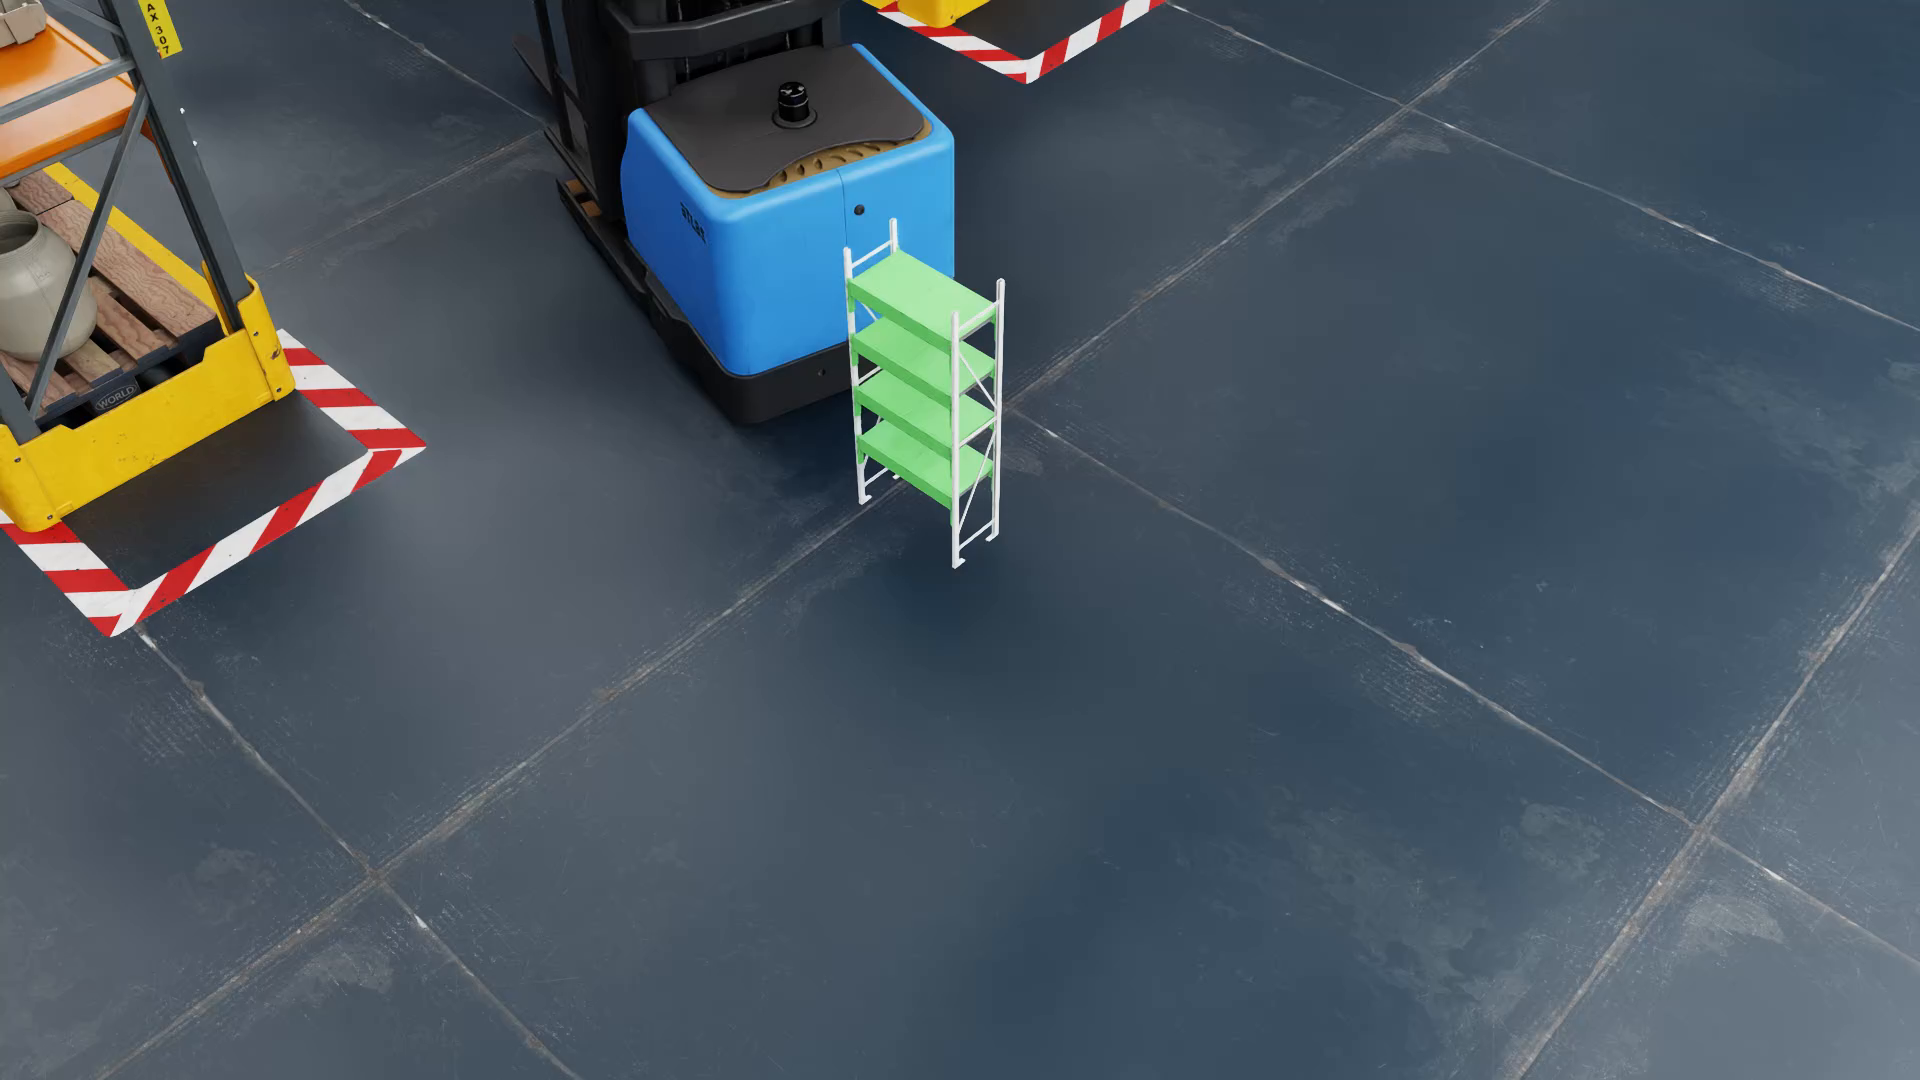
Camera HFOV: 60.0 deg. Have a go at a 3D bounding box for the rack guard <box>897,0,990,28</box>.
[{"bbox_3d":[0.160,-3.255,8.964,0.348,0.500,1.175,34,55,28],"label":"rack guard"}]

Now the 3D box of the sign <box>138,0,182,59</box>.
[{"bbox_3d":[-2.767,-1.807,5.699,0.005,0.325,0.100,34,55,28],"label":"sign"}]

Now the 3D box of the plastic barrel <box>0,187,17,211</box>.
[{"bbox_3d":[-4.047,-1.244,6.779,0.421,0.512,0.421,0,47,0],"label":"plastic barrel"}]

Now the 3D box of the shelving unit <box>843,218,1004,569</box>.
[{"bbox_3d":[-0.122,-0.493,5.889,0.503,1.200,0.258,34,55,28],"label":"shelving unit"}]

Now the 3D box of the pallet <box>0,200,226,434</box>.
[{"bbox_3d":[-3.824,-0.882,6.934,1.213,0.211,1.003,34,55,28],"label":"pallet"}]

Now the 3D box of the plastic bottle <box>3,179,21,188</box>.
[{"bbox_3d":[-4.264,-1.700,7.358,0.097,0.271,0.097,0,47,0],"label":"plastic bottle"}]

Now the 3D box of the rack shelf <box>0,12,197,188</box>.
[{"bbox_3d":[-4.613,-2.163,6.716,4.000,0.370,1.077,34,55,28],"label":"rack shelf"}]

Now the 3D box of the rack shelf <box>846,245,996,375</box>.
[{"bbox_3d":[-0.122,-0.777,5.586,0.480,0.148,0.258,34,55,28],"label":"rack shelf"}]

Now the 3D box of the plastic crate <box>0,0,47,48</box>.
[{"bbox_3d":[-3.583,-1.945,6.199,0.250,0.136,0.298,34,55,28],"label":"plastic crate"}]

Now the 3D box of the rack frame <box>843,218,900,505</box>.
[{"bbox_3d":[-0.301,-0.613,6.003,0.015,1.200,0.240,34,55,28],"label":"rack frame"}]

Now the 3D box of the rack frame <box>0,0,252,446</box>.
[{"bbox_3d":[-3.143,-1.420,5.526,0.127,3.000,1.000,34,55,28],"label":"rack frame"}]

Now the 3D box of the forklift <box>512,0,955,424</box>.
[{"bbox_3d":[-1.183,-2.530,6.615,1.130,2.935,3.031,-23,51,-20],"label":"forklift"}]

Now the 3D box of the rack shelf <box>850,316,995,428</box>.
[{"bbox_3d":[-0.122,-0.613,5.761,0.480,0.148,0.258,34,55,28],"label":"rack shelf"}]

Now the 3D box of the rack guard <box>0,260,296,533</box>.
[{"bbox_3d":[-3.231,-0.577,6.449,0.348,0.500,1.175,34,55,28],"label":"rack guard"}]

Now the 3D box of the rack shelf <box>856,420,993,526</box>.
[{"bbox_3d":[-0.122,-0.285,6.111,0.480,0.148,0.258,34,55,28],"label":"rack shelf"}]

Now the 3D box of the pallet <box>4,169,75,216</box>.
[{"bbox_3d":[-4.717,-1.486,7.500,1.213,0.211,1.003,34,55,28],"label":"pallet"}]

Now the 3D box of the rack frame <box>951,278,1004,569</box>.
[{"bbox_3d":[0.058,-0.372,5.776,0.015,1.200,0.240,34,55,28],"label":"rack frame"}]

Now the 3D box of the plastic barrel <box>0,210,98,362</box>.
[{"bbox_3d":[-3.679,-0.997,6.547,0.421,0.512,0.421,0,47,0],"label":"plastic barrel"}]

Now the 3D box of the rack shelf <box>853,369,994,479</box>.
[{"bbox_3d":[-0.122,-0.449,5.936,0.480,0.148,0.258,34,55,28],"label":"rack shelf"}]
